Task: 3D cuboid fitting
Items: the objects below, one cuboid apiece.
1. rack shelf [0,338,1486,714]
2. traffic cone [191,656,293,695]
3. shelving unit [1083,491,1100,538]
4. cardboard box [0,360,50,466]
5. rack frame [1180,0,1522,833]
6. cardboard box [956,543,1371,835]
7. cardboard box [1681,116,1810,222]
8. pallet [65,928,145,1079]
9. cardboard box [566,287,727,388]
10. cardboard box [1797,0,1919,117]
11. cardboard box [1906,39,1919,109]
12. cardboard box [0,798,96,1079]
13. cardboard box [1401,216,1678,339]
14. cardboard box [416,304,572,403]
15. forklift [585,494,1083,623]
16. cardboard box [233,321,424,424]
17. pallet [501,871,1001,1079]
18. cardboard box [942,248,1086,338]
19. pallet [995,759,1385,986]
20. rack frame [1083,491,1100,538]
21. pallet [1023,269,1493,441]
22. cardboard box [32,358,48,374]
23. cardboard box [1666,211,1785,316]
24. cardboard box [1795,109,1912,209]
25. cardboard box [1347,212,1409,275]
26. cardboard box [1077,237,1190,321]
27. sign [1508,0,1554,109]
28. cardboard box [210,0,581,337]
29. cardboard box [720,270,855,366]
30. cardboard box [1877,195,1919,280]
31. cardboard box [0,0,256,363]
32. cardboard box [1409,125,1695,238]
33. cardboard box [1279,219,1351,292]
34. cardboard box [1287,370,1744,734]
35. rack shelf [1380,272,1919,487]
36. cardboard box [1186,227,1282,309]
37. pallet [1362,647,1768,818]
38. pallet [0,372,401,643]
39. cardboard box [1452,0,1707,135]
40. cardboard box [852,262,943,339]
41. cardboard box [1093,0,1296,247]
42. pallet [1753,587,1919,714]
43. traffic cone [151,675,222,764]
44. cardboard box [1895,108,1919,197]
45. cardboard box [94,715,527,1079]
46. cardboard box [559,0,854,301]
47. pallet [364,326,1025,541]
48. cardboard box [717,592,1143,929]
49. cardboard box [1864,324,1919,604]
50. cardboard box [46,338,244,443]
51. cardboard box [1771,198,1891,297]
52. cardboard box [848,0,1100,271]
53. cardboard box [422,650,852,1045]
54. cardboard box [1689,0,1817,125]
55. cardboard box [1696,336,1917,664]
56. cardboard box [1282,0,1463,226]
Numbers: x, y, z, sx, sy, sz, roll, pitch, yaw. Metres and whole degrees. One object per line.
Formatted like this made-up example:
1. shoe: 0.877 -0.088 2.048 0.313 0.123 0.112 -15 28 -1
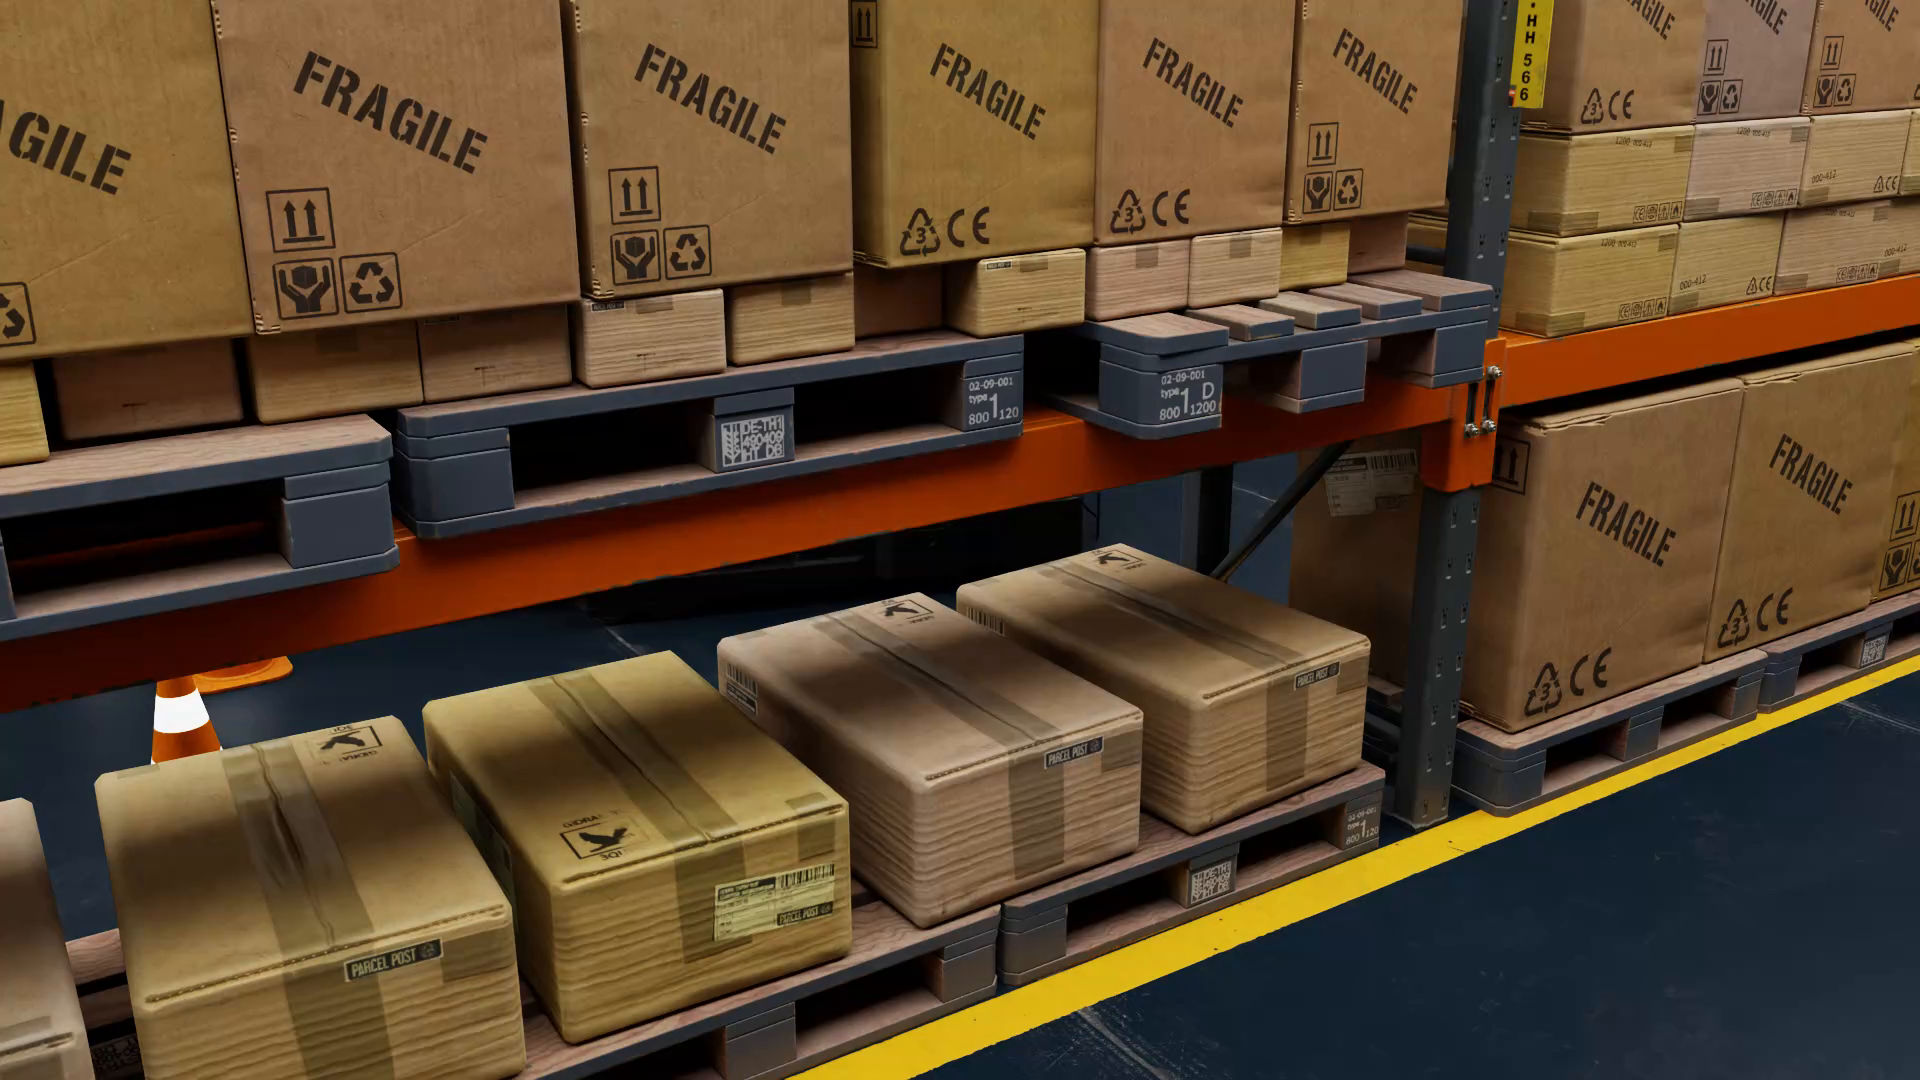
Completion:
1. rack shelf: -0.677 -0.090 3.452 4.000 0.370 1.077 -12 22 -31
2. traffic cone: -2.390 0.211 5.397 0.334 0.463 0.336 -12 22 -31
3. shelving unit: 0.443 -0.604 6.659 0.189 1.200 0.258 -5 19 -15
4. cardboard box: -1.499 -0.213 2.429 0.250 0.149 0.380 -11 22 -30
5. rack frame: 0.993 -0.784 4.379 0.127 3.000 1.000 -12 22 -31
6. cardboard box: 0.516 0.359 4.446 0.625 0.372 0.950 -14 23 -35
7. cardboard box: 1.984 -1.063 4.660 0.500 0.250 0.500 -11 22 -30
8. pallet: -1.698 1.104 3.148 1.213 0.211 1.003 -12 22 -31
9. cardboard box: -0.608 -0.394 2.963 0.250 0.149 0.380 -11 22 -29
10. cardboard box: 2.389 -1.503 4.790 0.500 0.500 0.500 -11 22 -30
11. cardboard box: 2.812 -1.591 5.050 0.500 0.500 0.500 -12 22 -31
12. cardboard box: -1.911 0.874 2.924 0.625 0.372 0.950 -12 22 -31
13. cardboard box: 1.540 -0.731 4.459 0.500 0.250 0.500 -12 22 -32
14. cardboard box: -0.859 -0.361 2.865 0.250 0.149 0.380 -12 22 -31
15. forklift: -1.107 -1.282 5.961 3.031 2.935 1.130 -5 19 -15
16. cardboard box: -1.066 -0.318 2.738 0.250 0.149 0.380 -12 22 -31
17. pallet: -0.678 0.888 3.788 1.213 0.211 1.003 -12 22 -31
18. cardboard box: 0.042 -0.525 3.352 0.250 0.149 0.380 -11 22 -30
19. pallet: 0.340 0.675 4.419 1.213 0.211 1.003 -12 22 -31
20. rack frame: 0.531 -0.612 6.683 0.006 1.200 0.240 -5 19 -15
21. pallet: 0.457 -0.539 3.954 1.003 0.211 1.213 -12 22 -31
22. cardboard box: -1.644 -0.420 3.040 0.250 0.149 0.380 -12 22 -32
23. cardboard box: 1.959 -0.827 4.740 0.500 0.250 0.500 -13 22 -33
24. cardboard box: 2.408 -1.148 4.910 0.500 0.250 0.500 -12 22 -32
25. cardboard box: 0.849 -0.743 3.995 0.250 0.149 0.380 -11 22 -29
26. cardboard box: 0.264 -0.578 3.506 0.250 0.149 0.380 -13 23 -34
27. sign: 1.300 -1.151 3.782 0.005 0.325 0.100 -12 22 -31
28. cardboard box: -0.960 -0.644 2.689 0.500 0.500 0.500 -12 22 -32
29. cardboard box: -0.402 -0.449 3.125 0.250 0.149 0.380 -13 22 -33
30. cardboard box: 2.811 -1.005 5.269 0.500 0.250 0.500 -12 22 -31
31. cardboard box: -1.380 -0.560 2.443 0.500 0.500 0.500 -12 22 -31
32. cardboard box: 1.552 -0.973 4.391 0.500 0.250 0.500 -12 22 -32
33. cardboard box: 0.665 -0.676 3.798 0.250 0.149 0.380 -12 22 -31
34. cardboard box: 1.616 -0.075 4.946 0.875 0.875 0.875 -12 22 -32
35. rack shelf: 2.664 -0.795 5.536 4.000 0.370 1.077 -12 22 -31
36. cardboard box: 0.479 -0.620 3.631 0.250 0.149 0.380 -12 22 -32
37. pallet: 1.693 0.419 5.177 1.213 0.211 1.003 -12 22 -31
38. pallet: -1.629 -0.084 2.609 1.213 0.211 1.003 -12 22 -31
39. cardboard box: 1.540 -1.326 4.266 0.500 0.500 0.500 -13 22 -33
40. cardboard box: -0.237 -0.515 3.321 0.250 0.149 0.380 -12 22 -31
41. cardboard box: 0.341 -0.922 3.513 0.500 0.500 0.500 -12 22 -32
42. pallet: 2.711 0.205 5.808 1.213 0.211 1.003 -12 22 -31
43. traffic cone: -2.082 0.530 4.455 0.334 0.463 0.336 -12 22 -31
44. cardboard box: 2.838 -1.234 5.164 0.500 0.250 0.500 -11 22 -30
45. cardboard box: -1.312 0.746 3.301 0.625 0.372 0.950 -10 21 -28
46. cardboard box: -0.537 -0.737 2.966 0.500 0.500 0.500 -13 23 -34
47. pallet: -0.638 -0.333 3.346 1.213 0.211 1.003 -12 22 -31
48. cardboard box: -0.096 0.491 4.055 0.625 0.372 0.950 -12 22 -32
49. cardboard box: 3.110 -0.389 5.873 0.875 0.875 0.875 -11 22 -30
50. cardboard box: -1.304 -0.284 2.637 0.250 0.149 0.380 -10 21 -28
51. cardboard box: 2.401 -0.917 5.009 0.500 0.250 0.500 -11 22 -30
52. cardboard box: -0.080 -0.833 3.249 0.500 0.500 0.500 -14 23 -35
53. cardboard box: -0.733 0.623 3.665 0.625 0.372 0.950 -11 22 -30
54. cardboard box: 1.949 -1.416 4.532 0.500 0.500 0.500 -12 22 -31
55. cardboard box: 2.363 -0.231 5.407 0.875 0.875 0.875 -12 22 -31
56. cardboard box: 0.766 -1.016 3.791 0.500 0.500 0.500 -13 22 -33
